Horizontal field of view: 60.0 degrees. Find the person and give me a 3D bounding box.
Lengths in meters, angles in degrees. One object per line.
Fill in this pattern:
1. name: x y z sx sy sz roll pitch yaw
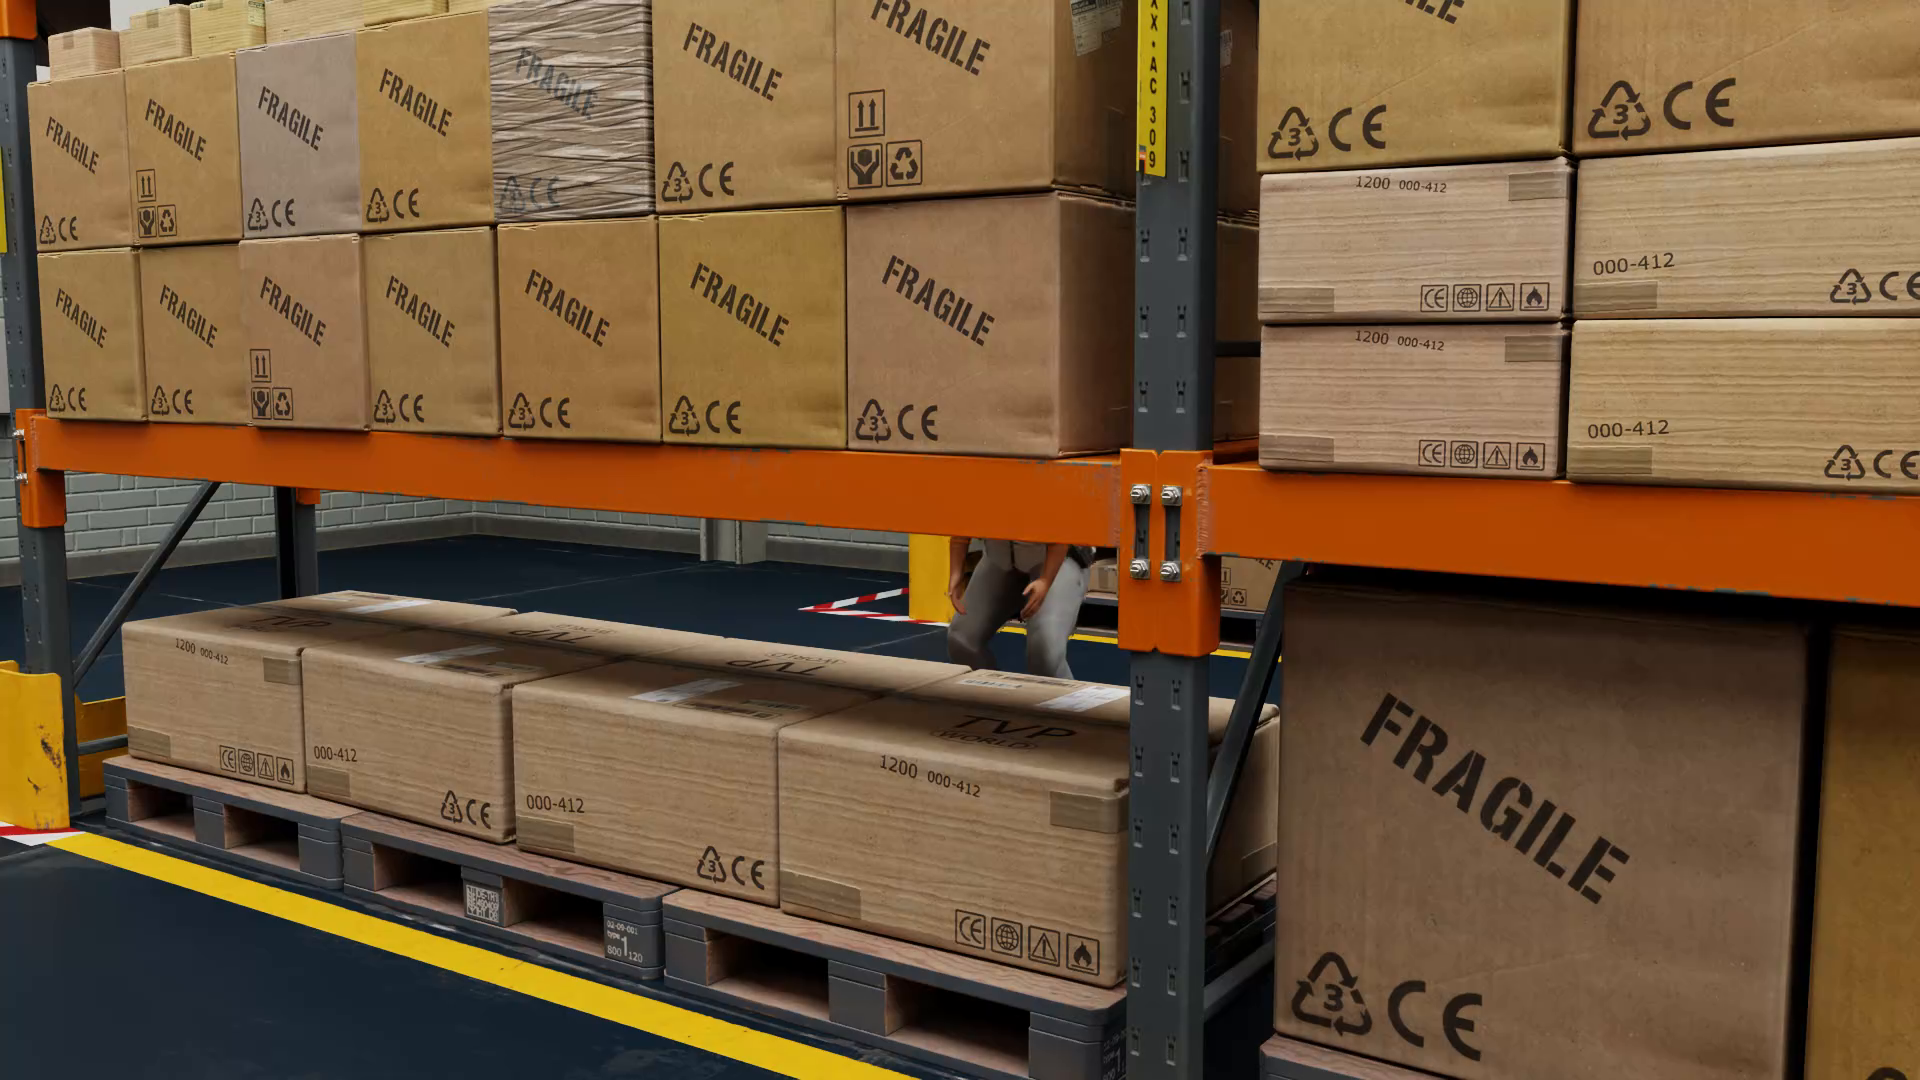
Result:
1. person: 0.229 0.109 6.122 0.532 1.432 0.682 4 8 34
